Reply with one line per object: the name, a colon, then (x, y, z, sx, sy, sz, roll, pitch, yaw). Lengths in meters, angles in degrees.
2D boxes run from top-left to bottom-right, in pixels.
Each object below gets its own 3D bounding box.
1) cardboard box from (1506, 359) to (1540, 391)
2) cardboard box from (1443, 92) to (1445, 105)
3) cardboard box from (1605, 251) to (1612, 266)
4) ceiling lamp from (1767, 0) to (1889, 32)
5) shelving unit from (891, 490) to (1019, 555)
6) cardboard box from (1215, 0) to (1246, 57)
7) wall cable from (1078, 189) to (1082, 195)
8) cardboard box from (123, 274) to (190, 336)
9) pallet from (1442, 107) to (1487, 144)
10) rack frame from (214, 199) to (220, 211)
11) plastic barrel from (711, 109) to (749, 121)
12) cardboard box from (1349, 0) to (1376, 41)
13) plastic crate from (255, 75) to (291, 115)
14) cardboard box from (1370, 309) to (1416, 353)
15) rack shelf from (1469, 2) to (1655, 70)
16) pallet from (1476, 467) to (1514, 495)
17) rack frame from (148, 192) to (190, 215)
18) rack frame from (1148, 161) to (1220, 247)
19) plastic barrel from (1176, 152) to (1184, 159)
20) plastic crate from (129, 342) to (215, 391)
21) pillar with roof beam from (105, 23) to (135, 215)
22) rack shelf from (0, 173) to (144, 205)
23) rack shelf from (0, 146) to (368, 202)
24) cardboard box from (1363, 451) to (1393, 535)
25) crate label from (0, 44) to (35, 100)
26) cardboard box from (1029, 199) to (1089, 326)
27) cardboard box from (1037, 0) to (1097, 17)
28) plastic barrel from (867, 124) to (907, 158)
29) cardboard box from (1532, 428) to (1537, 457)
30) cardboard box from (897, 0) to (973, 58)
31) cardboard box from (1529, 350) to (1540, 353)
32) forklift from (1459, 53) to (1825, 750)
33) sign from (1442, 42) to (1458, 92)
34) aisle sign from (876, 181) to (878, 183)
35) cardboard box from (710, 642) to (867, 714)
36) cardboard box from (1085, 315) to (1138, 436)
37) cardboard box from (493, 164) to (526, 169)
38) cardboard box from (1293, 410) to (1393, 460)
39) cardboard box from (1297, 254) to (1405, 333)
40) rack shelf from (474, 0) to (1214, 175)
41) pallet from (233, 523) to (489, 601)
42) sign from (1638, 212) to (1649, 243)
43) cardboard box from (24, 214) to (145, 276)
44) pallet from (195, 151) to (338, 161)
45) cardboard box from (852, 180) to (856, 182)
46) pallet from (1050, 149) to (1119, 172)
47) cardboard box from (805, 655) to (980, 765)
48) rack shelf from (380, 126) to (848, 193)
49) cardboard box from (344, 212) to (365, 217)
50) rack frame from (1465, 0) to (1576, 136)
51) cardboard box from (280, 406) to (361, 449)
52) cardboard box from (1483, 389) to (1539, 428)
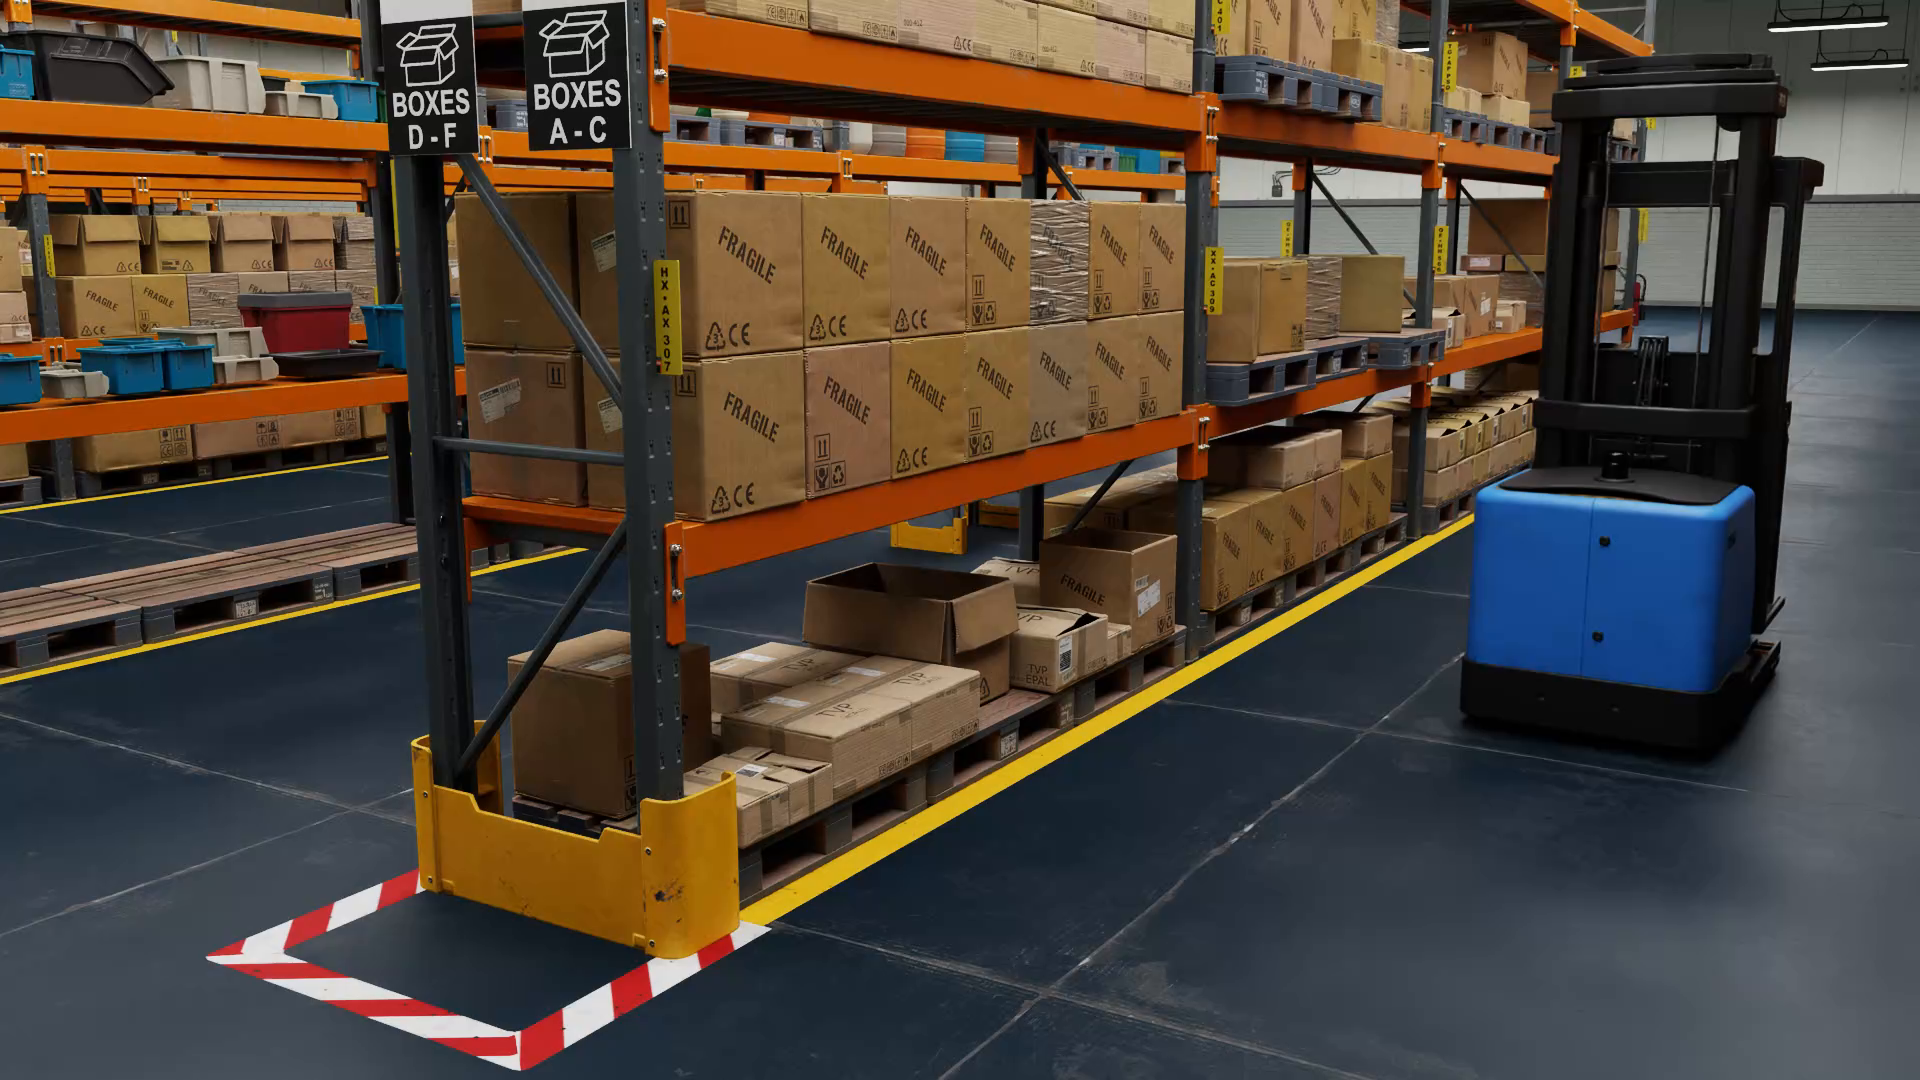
cardboard box: (5.433, -1.419, 15.589, 0.500, 0.500, 0.500, 6, 12, 31)
cardboard box: (3.292, -3.291, 12.412, 0.500, 0.250, 0.500, 7, 13, 32)
cardboard box: (6.698, -2.990, 17.652, 0.380, 0.149, 0.250, 6, 12, 30)
ceiling lamp: (16.213, -11.086, 30.765, 2.000, 3.185, 0.800, 6, 12, 31)
shelving unit: (0.040, -0.749, 11.795, 0.587, 1.500, 1.083, 6, 12, 31)
cardboard box: (1.096, -2.745, 8.546, 0.600, 0.600, 0.600, 5, 12, 25)
wall cable: (2.926, -11.603, 57.831, 3.097, 2.526, 0.112, 6, 12, 31)
cardboard box: (-6.981, -2.018, 14.224, 0.500, 0.500, 0.500, 6, 12, 31)
pallet: (3.124, -3.020, 12.211, 1.213, 0.211, 1.003, 7, 13, 33)
rack frame: (-14.177, -5.149, 31.220, 1.000, 3.000, 0.127, 6, 12, 31)
plastic barrel: (-1.815, -3.427, 13.107, 0.301, 0.262, 0.301, 0, 11, 0)
cardboard box: (2.351, -3.390, 10.685, 0.500, 0.500, 0.500, 6, 12, 31)
plastic crate: (-4.340, -2.609, 9.857, 0.497, 0.269, 0.590, 6, 12, 31)
cardboard box: (3.074, -1.533, 12.145, 0.500, 0.311, 0.500, 7, 13, 34)
rack shelf: (5.963, -4.866, 16.445, 1.077, 0.370, 4.000, 6, 12, 31)
pallet: (3.943, -0.470, 13.803, 1.003, 0.211, 1.213, 6, 12, 31)
rack frame: (-12.010, -4.046, 25.330, 1.000, 3.000, 0.127, 6, 12, 31)
rack frame: (2.770, -3.255, 21.105, 1.000, 3.000, 0.127, 6, 12, 31)
plastic barrel: (2.626, -5.059, 20.278, 0.600, 0.830, 0.708, 6, 12, 31)
plastic crate: (-4.288, -0.948, 9.072, 0.416, 0.233, 0.300, 6, 12, 31)
pillar with roof beam: (-11.630, -7.663, 28.346, 9.100, 9.000, 0.548, 6, 12, 31)
rack shelf: (-10.842, -3.766, 17.638, 1.077, 0.370, 4.000, 6, 12, 31)
rack shelf: (-6.655, -3.277, 15.022, 1.077, 0.370, 4.000, 6, 12, 31)
cardboard box: (2.563, -0.341, 11.138, 0.500, 0.500, 0.500, 7, 13, 33)
crate label: (-4.782, -2.254, 8.012, 0.408, 0.251, 0.502, 6, 12, 31)
cardboard box: (0.204, -1.170, 6.980, 0.500, 0.500, 0.500, 6, 12, 31)
cardboard box: (0.227, -2.281, 6.801, 0.500, 0.250, 0.500, 6, 12, 31)
plastic barrel: (-0.772, -3.826, 14.642, 0.600, 0.901, 0.600, 0, 11, 0)
cardboard box: (4.957, -0.914, 14.932, 0.500, 0.250, 0.500, 6, 12, 30)
cardboard box: (-0.293, -1.878, 6.007, 0.500, 0.250, 0.500, 6, 12, 31)
cardboard box: (5.752, -1.706, 17.124, 0.500, 0.500, 0.500, 6, 12, 31)
forklift: (3.455, -0.784, 8.092, 1.130, 2.935, 3.031, 7, 13, 32)
sign: (3.310, -3.200, 11.252, 0.100, 0.325, 0.005, 6, 12, 31)
aisle sign: (-1.175, -4.987, 23.293, 0.394, 0.787, 0.004, 6, 12, 31)
cardboard box: (-0.715, 0.615, 6.711, 0.500, 0.250, 0.500, 6, 12, 31)
cardboard box: (0.464, -0.759, 7.500, 0.500, 0.500, 0.500, 7, 13, 32)
cardboard box: (-4.888, -4.001, 17.346, 0.500, 0.250, 0.500, 7, 13, 32)
cardboard box: (2.537, -0.701, 11.019, 0.500, 0.250, 0.500, 7, 13, 33)
cardboard box: (2.617, -1.669, 11.219, 0.700, 0.500, 0.500, 2, 11, 12)
rack shelf: (-0.267, -1.700, 6.604, 1.077, 0.370, 4.000, 6, 12, 31)
pallet: (-3.809, 0.122, 10.644, 1.003, 0.211, 1.213, 6, 12, 31)
sign: (7.458, -3.413, 18.158, 0.100, 0.325, 0.005, 6, 12, 31)
cardboard box: (-7.369, -2.485, 13.991, 0.797, 0.503, 0.637, 6, 12, 29)
pallet: (-6.484, -3.569, 15.145, 1.003, 0.211, 1.213, 7, 13, 33)
cardboard box: (-1.753, -4.950, 22.415, 0.500, 0.250, 0.500, 6, 12, 31)
pallet: (0.984, -4.131, 18.142, 1.213, 0.211, 1.003, 6, 12, 31)
cardboard box: (-0.262, 0.654, 6.498, 0.500, 0.250, 0.500, 6, 12, 31)
rack shelf: (-2.422, -2.803, 12.495, 1.077, 0.370, 4.000, 6, 12, 31)
cardboard box: (-10.281, -5.182, 27.600, 0.700, 0.500, 0.500, 7, 12, 31)
rack frame: (4.924, -5.101, 14.662, 1.000, 3.000, 0.127, 6, 12, 31)
cardboard box: (-6.462, -1.386, 15.755, 1.225, 0.875, 0.875, 6, 12, 31)
cardboard box: (4.959, -1.192, 14.890, 0.500, 0.311, 0.500, 6, 12, 31)
